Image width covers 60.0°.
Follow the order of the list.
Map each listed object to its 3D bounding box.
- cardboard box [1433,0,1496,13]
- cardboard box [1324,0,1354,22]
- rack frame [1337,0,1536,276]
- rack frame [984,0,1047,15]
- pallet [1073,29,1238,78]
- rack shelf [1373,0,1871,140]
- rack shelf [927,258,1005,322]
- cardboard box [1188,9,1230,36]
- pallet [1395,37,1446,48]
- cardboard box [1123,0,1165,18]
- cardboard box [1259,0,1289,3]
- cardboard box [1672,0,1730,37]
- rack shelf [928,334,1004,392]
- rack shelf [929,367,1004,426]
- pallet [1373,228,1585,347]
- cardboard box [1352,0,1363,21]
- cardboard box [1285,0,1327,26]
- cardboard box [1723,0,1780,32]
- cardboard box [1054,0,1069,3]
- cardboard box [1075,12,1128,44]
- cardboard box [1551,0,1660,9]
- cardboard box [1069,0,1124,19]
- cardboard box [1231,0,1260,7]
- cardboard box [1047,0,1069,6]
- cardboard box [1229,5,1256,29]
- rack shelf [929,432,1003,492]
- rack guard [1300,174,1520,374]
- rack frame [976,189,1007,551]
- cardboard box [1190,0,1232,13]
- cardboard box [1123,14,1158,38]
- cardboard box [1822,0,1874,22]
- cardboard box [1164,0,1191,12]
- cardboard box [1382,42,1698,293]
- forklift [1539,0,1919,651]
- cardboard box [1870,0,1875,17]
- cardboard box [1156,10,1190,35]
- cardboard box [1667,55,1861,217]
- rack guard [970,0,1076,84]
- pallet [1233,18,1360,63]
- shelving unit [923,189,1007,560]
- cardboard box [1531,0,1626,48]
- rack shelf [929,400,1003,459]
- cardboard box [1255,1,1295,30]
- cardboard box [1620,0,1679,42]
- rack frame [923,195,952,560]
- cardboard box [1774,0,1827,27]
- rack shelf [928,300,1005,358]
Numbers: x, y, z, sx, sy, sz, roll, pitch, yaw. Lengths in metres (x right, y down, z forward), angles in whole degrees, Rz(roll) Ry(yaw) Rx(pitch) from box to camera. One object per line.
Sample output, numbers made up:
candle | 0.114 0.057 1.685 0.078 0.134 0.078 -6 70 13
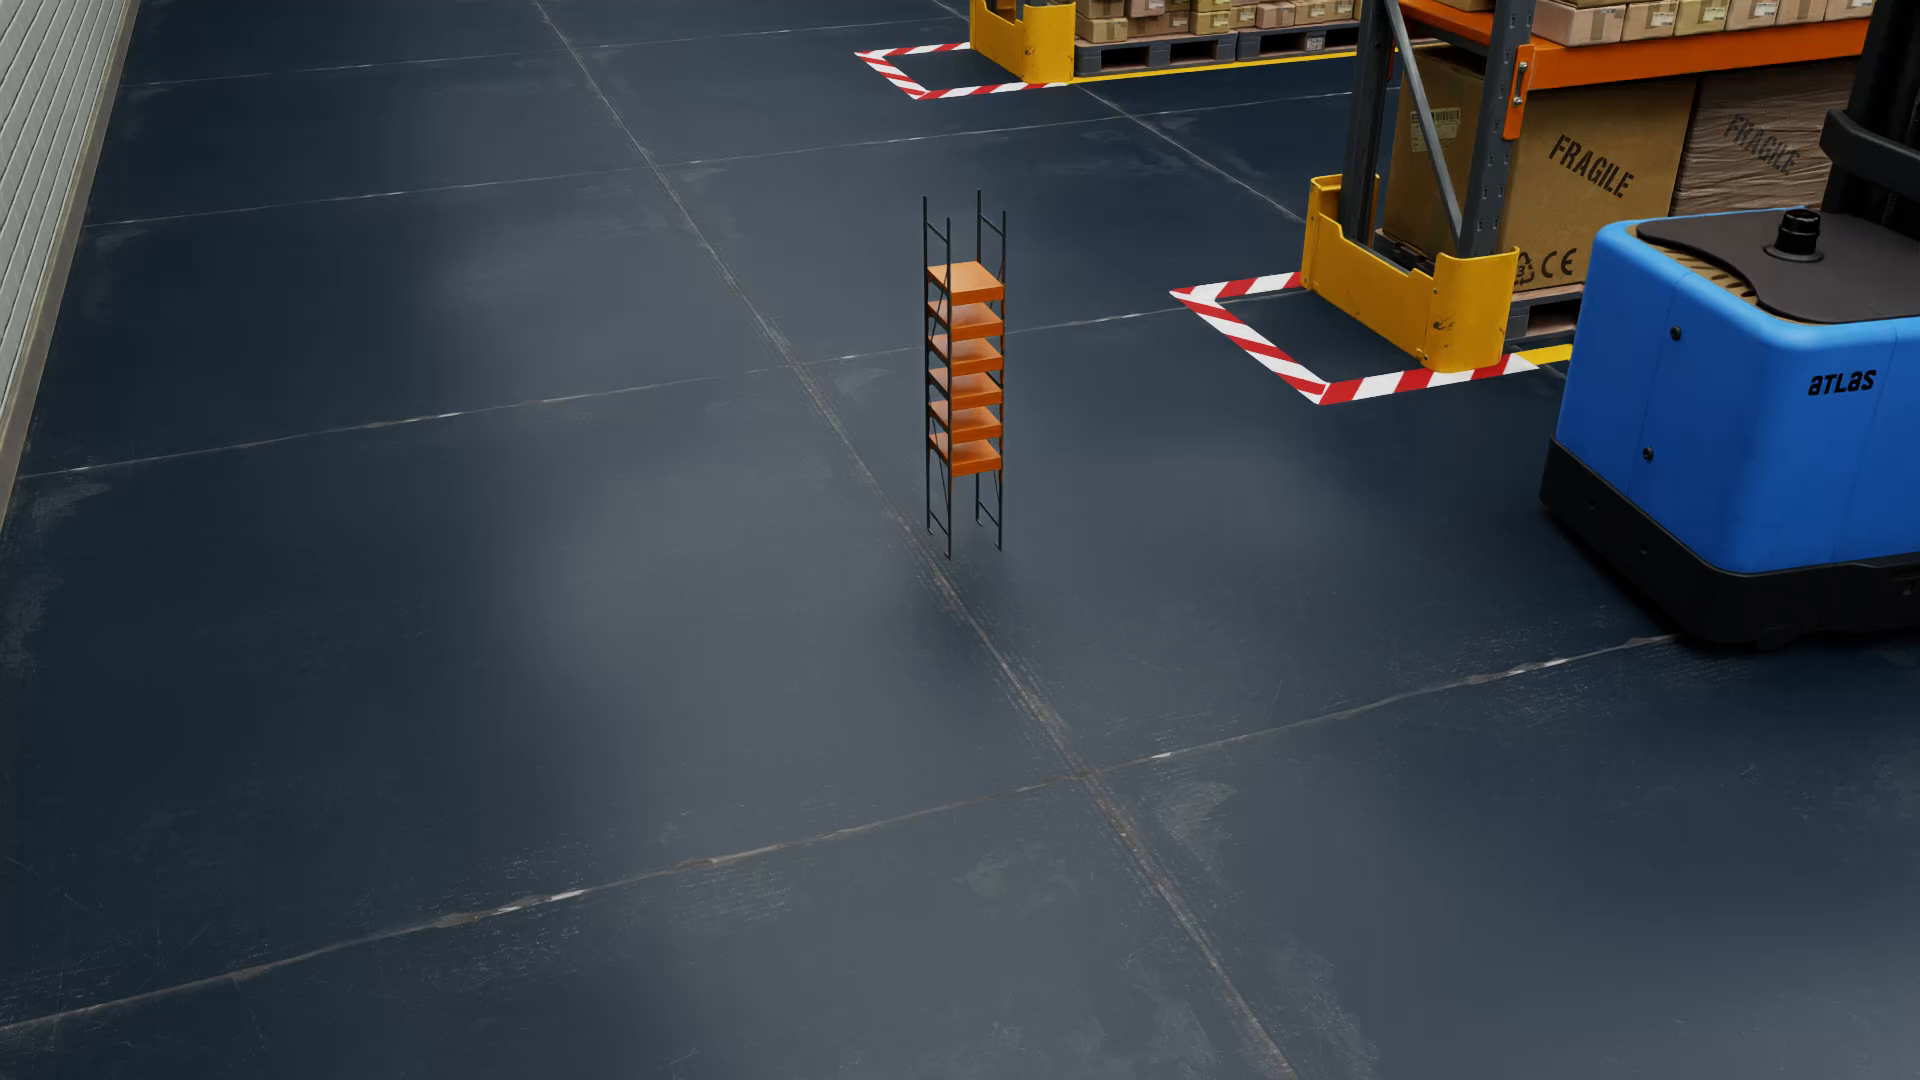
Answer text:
cardboard box | 2.199 -2.402 7.190 0.250 0.149 0.380 -10 31 -17
cardboard box | 2.607 -3.832 11.901 0.250 0.149 0.380 -10 31 -17
rack frame | 1.980 -2.297 6.752 0.127 3.000 1.000 -10 31 -18
rack frame | 0.345 -4.616 10.822 0.127 3.000 1.000 -10 31 -18
pallet | 1.190 -3.541 11.753 1.213 0.211 1.003 -10 31 -18
rack shelf | 3.854 -2.330 7.536 4.000 0.370 1.077 -10 31 -18
rack shelf | 0.014 -0.798 5.301 0.180 0.103 0.258 -10 31 -18
cardboard box | 1.673 -3.624 11.537 0.250 0.149 0.380 -10 31 -17
pallet | 3.477 -3.962 12.492 1.213 0.211 1.003 -10 31 -18
cardboard box | 1.202 -3.681 11.337 0.250 0.149 0.380 -11 31 -18
cardboard box | 2.134 -3.915 11.746 0.250 0.149 0.380 -9 31 -15
cardboard box | 2.908 -2.186 6.810 0.250 0.149 0.380 -11 32 -19
rack shelf | 0.014 -0.589 5.420 0.180 0.103 0.258 -10 31 -18
rack shelf | 0.014 -0.485 5.479 0.180 0.103 0.258 -10 31 -18
pallet | 2.702 -1.260 7.748 1.213 0.211 1.003 -10 31 -18
cardboard box | 2.875 -3.846 11.926 0.250 0.149 0.380 -11 31 -18
cardboard box | 2.393 -3.775 11.801 0.250 0.149 0.380 -10 31 -18
cardboard box | 3.152 -2.231 6.890 0.250 0.149 0.380 -11 31 -18
cardboard box | 0.740 -3.912 11.742 0.250 0.149 0.380 -11 32 -19
cardboard box | 0.948 -3.502 11.322 0.250 0.149 0.380 -10 31 -17
cardboard box | 2.524 -2.319 6.641 0.500 0.250 0.500 -11 32 -19
cardboard box | 0.926 -3.660 11.300 0.250 0.149 0.380 -9 31 -16
cardboard box | 1.894 -3.849 11.630 0.250 0.149 0.380 -12 32 -20
cardboard box | 0.766 -3.747 11.753 0.250 0.149 0.380 -10 31 -17
cardboard box | 1.879 -3.712 11.692 0.250 0.149 0.380 -10 31 -18
rack shelf | 0.014 -0.277 5.598 0.180 0.103 0.258 -10 31 -18
rack guard | 1.957 -1.207 7.364 0.348 0.500 1.175 -10 31 -18
rack frame | 0.099 -0.540 5.485 0.006 1.200 0.240 -10 31 -18
cardboard box | 1.679 -3.759 11.472 0.250 0.149 0.380 -9 31 -16
cardboard box | 1.165 -3.585 11.468 0.250 0.149 0.380 -11 31 -18
cardboard box | 3.632 -2.319 7.045 0.250 0.149 0.380 -11 31 -18
cardboard box | 1.401 -3.765 11.483 0.250 0.149 0.380 -10 31 -17
cardboard box | 2.552 -1.704 7.433 0.875 0.875 0.875 -10 31 -18
forklift | 3.613 -1.307 5.083 3.031 2.935 1.130 -7 30 -11
cardboard box | 3.869 -2.362 7.120 0.250 0.149 0.380 -11 32 -19
cardboard box | 1.395 -3.631 11.549 0.250 0.149 0.380 -10 31 -17
cardboard box | 3.405 -1.861 7.709 0.875 0.875 0.875 -10 31 -18
rack guard | 0.416 -3.543 11.464 0.348 0.500 1.175 -10 31 -18
pallet | 2.332 -3.750 12.119 1.213 0.211 1.003 -10 31 -18
shelving unit | 0.014 -0.524 5.457 0.189 1.200 0.258 -10 31 -18
cardboard box | 2.428 -2.096 6.653 0.250 0.149 0.380 -10 31 -17
rack shelf | 0.014 -0.381 5.539 0.180 0.103 0.258 -10 31 -18
cardboard box | 2.142 -3.715 11.696 0.250 0.149 0.380 -12 32 -20
cardboard box | 2.668 -2.141 6.732 0.250 0.149 0.380 -11 31 -18
rack frame | -0.072 -0.508 5.430 0.006 1.200 0.240 -10 31 -18
cardboard box | 3.390 -2.275 6.966 0.250 0.149 0.380 -11 31 -19
rack shelf | 0.014 -0.694 5.361 0.180 0.103 0.258 -10 31 -18
